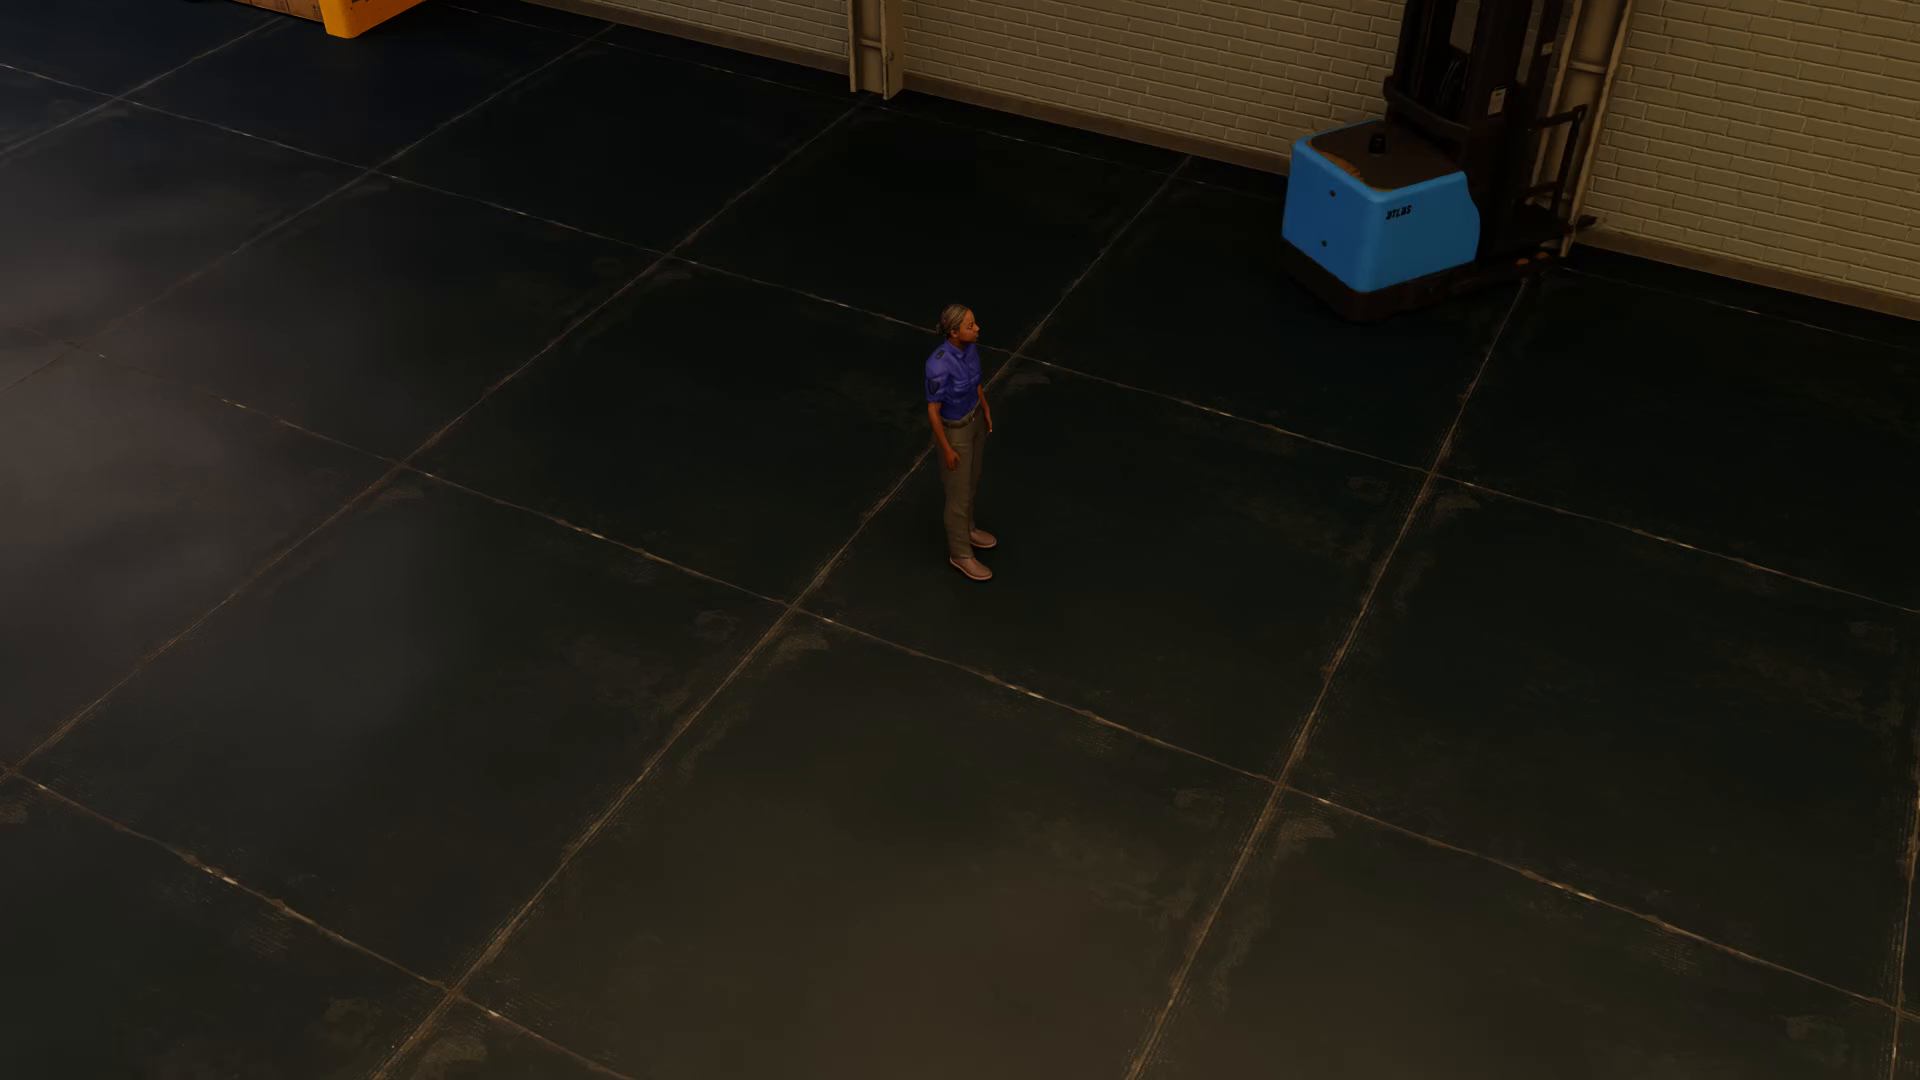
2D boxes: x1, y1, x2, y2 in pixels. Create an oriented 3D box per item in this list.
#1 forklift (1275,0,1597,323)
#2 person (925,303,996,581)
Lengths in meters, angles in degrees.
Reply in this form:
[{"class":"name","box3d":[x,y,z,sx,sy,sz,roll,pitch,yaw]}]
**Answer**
[{"class":"forklift","box3d":[3.946,-3.367,11.984,3.031,2.935,1.130,-19,44,-21]},{"class":"person","box3d":[0.068,-0.601,9.680,0.504,1.654,0.569,18,43,21]}]
